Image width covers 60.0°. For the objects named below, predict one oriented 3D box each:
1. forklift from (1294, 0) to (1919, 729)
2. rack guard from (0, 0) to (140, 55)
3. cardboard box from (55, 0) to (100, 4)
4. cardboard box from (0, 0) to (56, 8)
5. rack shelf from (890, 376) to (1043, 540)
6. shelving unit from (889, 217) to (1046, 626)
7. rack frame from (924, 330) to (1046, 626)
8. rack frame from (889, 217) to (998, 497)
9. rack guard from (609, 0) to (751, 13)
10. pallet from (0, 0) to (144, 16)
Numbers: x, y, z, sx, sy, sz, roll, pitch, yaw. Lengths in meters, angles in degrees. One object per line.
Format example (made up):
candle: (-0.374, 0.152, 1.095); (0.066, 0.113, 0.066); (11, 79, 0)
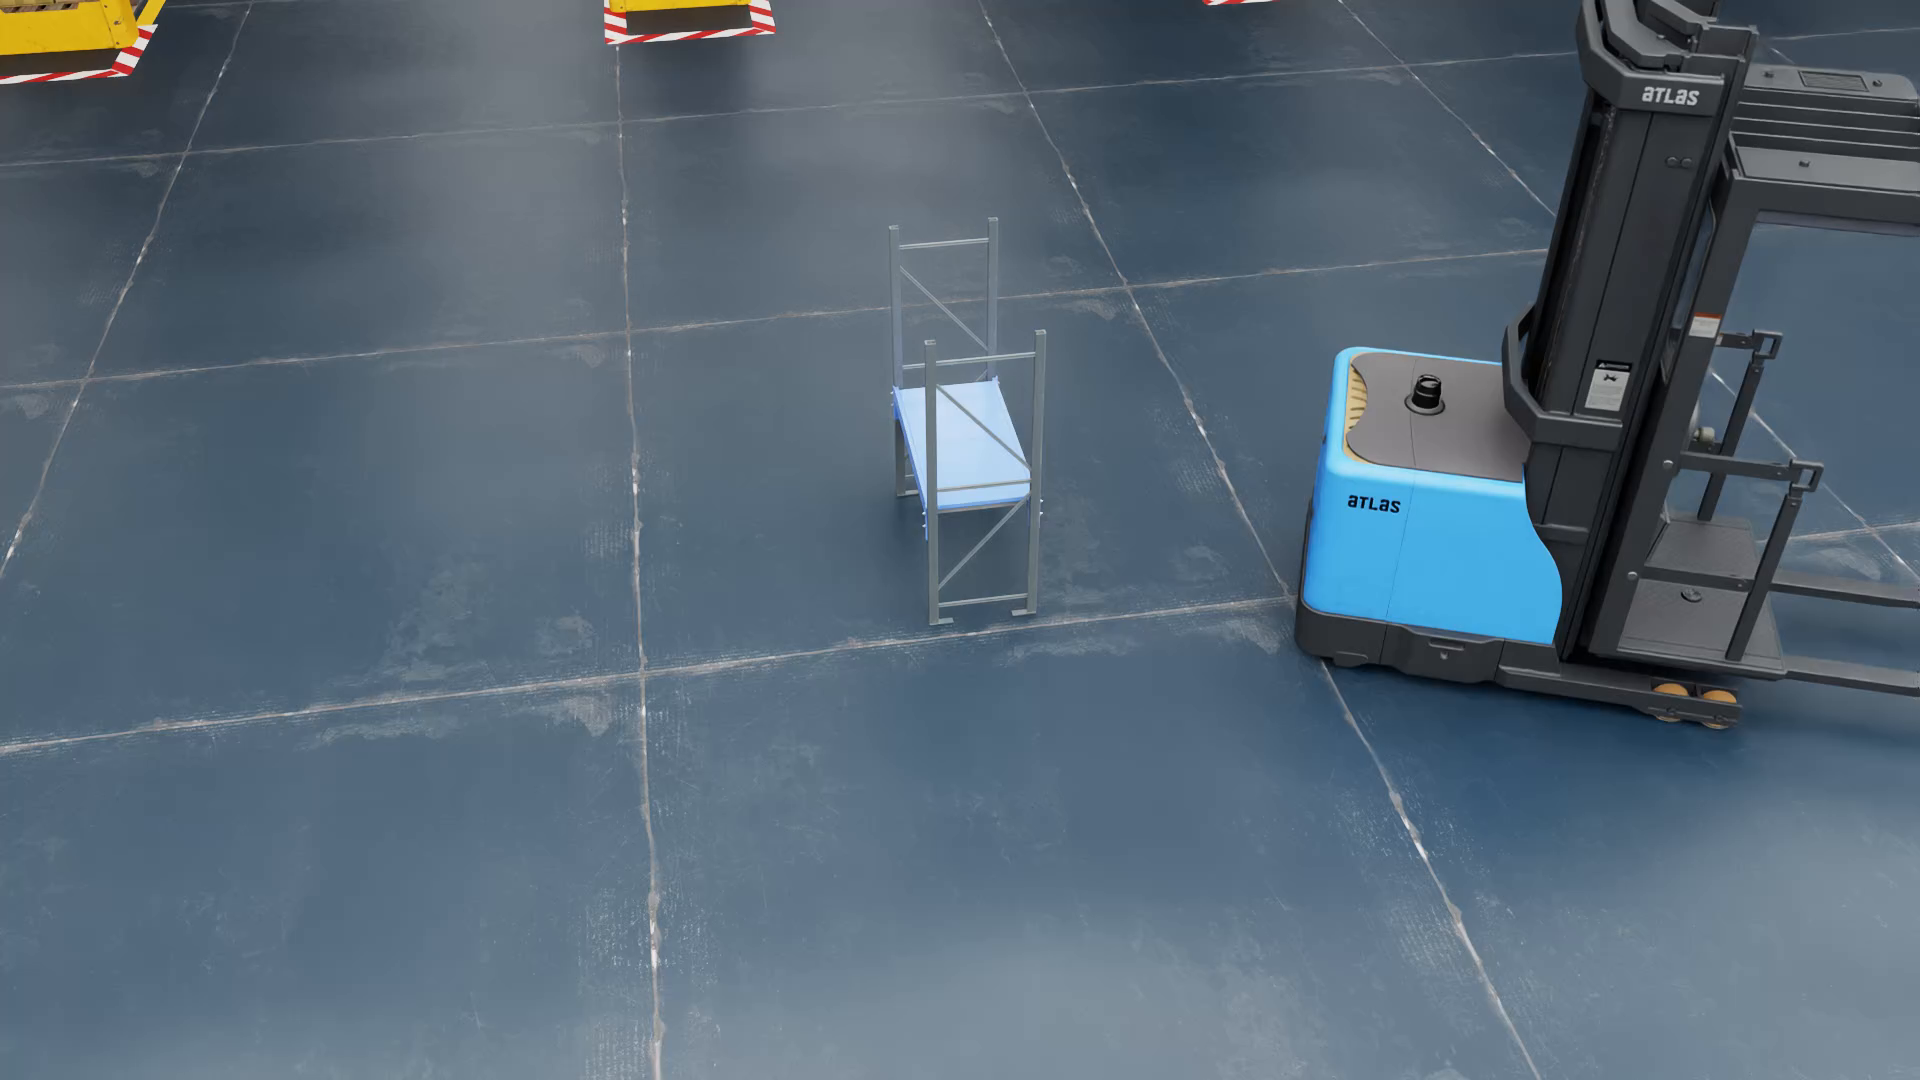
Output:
forklift: (3.070, -0.710, 6.675); (3.031, 2.935, 1.130); (8, 39, 10)
rack guard: (-7.163, -4.139, 13.071); (1.175, 0.500, 0.348); (-6, 38, -8)
cardboard box: (-7.042, -4.569, 13.485); (0.500, 0.250, 0.500); (-6, 38, -8)
cardboard box: (-7.552, -4.513, 13.413); (0.500, 0.250, 0.500); (-6, 38, -8)
rack shelf: (0.015, -0.399, 7.734); (0.538, 0.185, 1.000); (-6, 38, -8)
shelving unit: (0.015, -0.541, 7.623); (0.538, 1.500, 1.048); (-6, 38, -8)
rack frame: (0.104, -0.234, 7.228); (0.500, 1.500, 0.032); (-6, 38, -8)
rack frame: (-0.074, -0.848, 8.019); (0.500, 1.500, 0.032); (-6, 38, -8)
rack guard: (-2.350, -4.725, 13.825); (1.175, 0.500, 0.348); (-6, 38, -8)
pallet: (-7.343, -4.497, 13.767); (1.003, 0.211, 1.213); (-6, 38, -8)
